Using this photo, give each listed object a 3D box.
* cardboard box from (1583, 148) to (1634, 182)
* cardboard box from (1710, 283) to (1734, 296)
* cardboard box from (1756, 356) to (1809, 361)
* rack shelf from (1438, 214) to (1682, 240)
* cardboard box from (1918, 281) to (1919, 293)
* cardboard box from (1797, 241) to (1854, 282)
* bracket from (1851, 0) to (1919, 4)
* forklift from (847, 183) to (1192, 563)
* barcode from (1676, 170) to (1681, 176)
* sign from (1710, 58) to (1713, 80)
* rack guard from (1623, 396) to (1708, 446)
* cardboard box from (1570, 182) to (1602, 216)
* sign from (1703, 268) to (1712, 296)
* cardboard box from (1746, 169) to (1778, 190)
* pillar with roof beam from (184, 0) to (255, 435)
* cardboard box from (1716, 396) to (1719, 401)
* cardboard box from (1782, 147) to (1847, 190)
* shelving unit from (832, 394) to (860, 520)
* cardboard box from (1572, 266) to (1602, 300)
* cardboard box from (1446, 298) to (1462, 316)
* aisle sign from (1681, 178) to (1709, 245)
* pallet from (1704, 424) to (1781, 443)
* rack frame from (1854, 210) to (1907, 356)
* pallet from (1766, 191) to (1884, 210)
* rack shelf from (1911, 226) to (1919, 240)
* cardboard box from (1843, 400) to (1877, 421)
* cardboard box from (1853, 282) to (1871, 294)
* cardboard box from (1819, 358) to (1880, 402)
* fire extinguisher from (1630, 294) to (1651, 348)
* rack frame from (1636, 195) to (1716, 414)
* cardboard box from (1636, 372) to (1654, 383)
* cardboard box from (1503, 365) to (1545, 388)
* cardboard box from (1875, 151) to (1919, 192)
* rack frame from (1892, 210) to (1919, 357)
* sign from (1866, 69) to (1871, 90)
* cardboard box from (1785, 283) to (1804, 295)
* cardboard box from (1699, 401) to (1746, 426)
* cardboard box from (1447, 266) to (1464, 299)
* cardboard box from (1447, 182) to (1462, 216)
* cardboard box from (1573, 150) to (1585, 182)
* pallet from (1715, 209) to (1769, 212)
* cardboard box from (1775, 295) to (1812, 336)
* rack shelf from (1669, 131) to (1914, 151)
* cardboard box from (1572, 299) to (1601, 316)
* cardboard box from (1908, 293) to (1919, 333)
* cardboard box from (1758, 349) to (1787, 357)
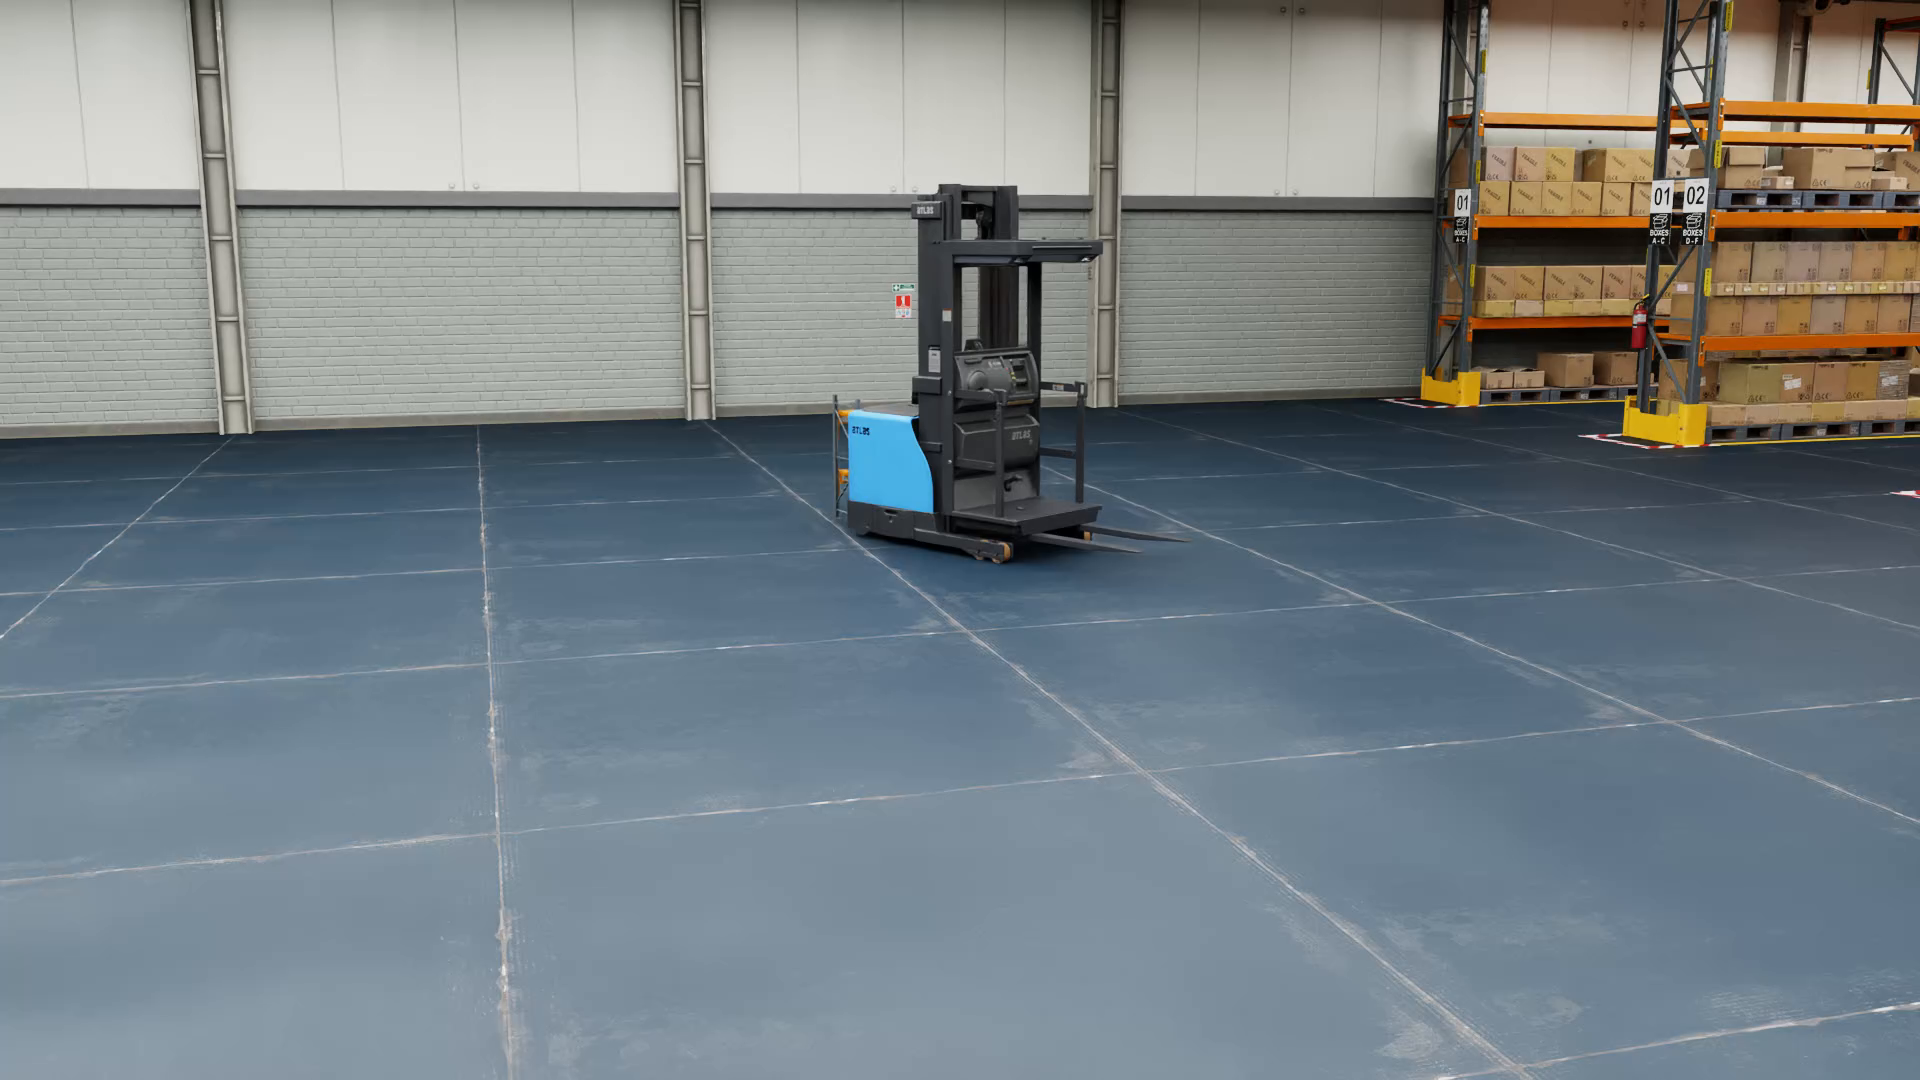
[{"bbox_3d":[9.871,-5.694,25.313,0.500,0.500,0.500,-3,11,-18],"label":"cardboard box"},{"bbox_3d":[9.282,-3.086,20.455,0.250,0.149,0.380,-3,11,-16],"label":"cardboard box"},{"bbox_3d":[10.713,-2.115,21.614,0.500,0.500,0.500,-3,11,-16],"label":"cardboard box"},{"bbox_3d":[9.377,-4.819,25.638,4.000,0.370,1.077,-3,11,-16],"label":"rack shelf"},{"bbox_3d":[12.247,-3.242,21.306,0.250,0.149,0.380,-3,11,-17],"label":"cardboard box"},{"bbox_3d":[10.816,-3.525,21.049,0.500,0.500,0.700,-3,11,-16],"label":"cardboard box"},{"bbox_3d":[16.620,-8.896,27.571,4.783,0.066,0.076,-3,11,-16],"label":"bracket"},{"bbox_3d":[0.455,-1.364,13.360,3.031,2.935,1.130,10,14,42],"label":"forklift"},{"bbox_3d":[9.000,-4.595,20.832,0.075,0.075,0.001,-3,11,-16],"label":"barcode"},{"bbox_3d":[11.432,-7.152,25.242,0.005,0.325,0.100,-3,11,-16],"label":"sign"},{"bbox_3d":[8.822,-1.504,20.838,0.348,0.500,1.175,-3,11,-16],"label":"rack guard"},{"bbox_3d":[9.380,-5.182,25.296,0.500,0.500,0.500,-2,11,-12],"label":"cardboard box"},{"bbox_3d":[8.995,-3.103,20.007,0.005,0.325,0.100,-3,11,-16],"label":"sign"},{"bbox_3d":[9.877,-4.516,20.875,0.500,0.250,0.500,-3,11,-16],"label":"cardboard box"},{"bbox_3d":[-8.192,-5.073,16.747,0.400,9.000,9.100,-3,11,-16],"label":"pillar with roof beam"},{"bbox_3d":[9.754,-1.695,21.404,0.500,0.250,0.500,-3,11,-16],"label":"cardboard box"},{"bbox_3d":[10.516,-4.571,20.485,0.500,0.500,0.500,-3,11,-16],"label":"cardboard box"},{"bbox_3d":[-0.569,-0.764,15.090,1.048,1.125,0.538,-6,12,-30],"label":"shelving unit"},{"bbox_3d":[9.467,-3.949,25.501,0.500,0.500,0.500,-3,11,-14],"label":"cardboard box"},{"bbox_3d":[7.852,-3.589,25.618,0.500,0.250,0.500,-3,11,-15],"label":"cardboard box"},{"bbox_3d":[8.868,-3.957,20.075,0.004,0.787,0.394,-3,11,-16],"label":"aisle sign"},{"bbox_3d":[9.568,-1.410,21.120,1.213,0.211,1.003,-3,11,-16],"label":"pallet"},{"bbox_3d":[15.138,-4.001,27.494,0.127,3.000,1.000,-3,11,-16],"label":"rack frame"},{"bbox_3d":[10.705,-4.260,20.863,1.213,0.211,1.003,-3,11,-16],"label":"pallet"},{"bbox_3d":[14.606,-4.160,22.061,4.000,0.370,1.077,-3,11,-16],"label":"rack shelf"},{"bbox_3d":[11.343,-1.679,21.315,0.500,0.250,0.500,-3,11,-16],"label":"cardboard box"},{"bbox_3d":[11.265,-3.191,21.025,0.250,0.149,0.380,-3,11,-14],"label":"cardboard box"},{"bbox_3d":[11.339,-2.050,21.259,0.500,0.500,0.500,-3,11,-16],"label":"cardboard box"},{"bbox_3d":[8.602,-2.772,21.031,0.183,0.674,0.296,-3,11,-16],"label":"fire extinguisher"},{"bbox_3d":[8.845,-2.735,20.618,0.127,3.000,1.000,-3,11,-16],"label":"rack frame"},{"bbox_3d":[10.792,-2.589,26.435,0.250,0.166,0.380,-5,11,-23],"label":"cardboard box"},{"bbox_3d":[8.694,-2.538,25.760,0.500,0.311,0.500,-2,11,-11],"label":"cardboard box"},{"bbox_3d":[12.128,-4.757,21.497,0.500,0.500,0.500,-2,11,-11],"label":"cardboard box"},{"bbox_3d":[12.686,-2.937,21.717,0.127,3.000,1.000,-3,11,-16],"label":"rack frame"},{"bbox_3d":[14.980,-7.585,27.375,0.005,0.325,0.100,-3,11,-16],"label":"sign"},{"bbox_3d":[10.273,-3.138,20.740,0.250,0.149,0.380,-3,11,-18],"label":"cardboard box"},{"bbox_3d":[9.422,-1.578,20.766,0.500,0.250,0.500,-3,11,-16],"label":"cardboard box"},{"bbox_3d":[7.850,-3.962,25.569,0.500,0.500,0.500,-3,11,-17],"label":"cardboard box"},{"bbox_3d":[7.787,-5.195,25.366,0.500,0.500,0.500,-2,11,-12],"label":"cardboard box"},{"bbox_3d":[9.283,-5.764,25.693,0.500,0.500,0.500,-3,11,-16],"label":"cardboard box"},{"bbox_3d":[11.920,-5.194,26.209,1.003,0.211,1.213,-3,11,-16],"label":"pallet"},{"bbox_3d":[10.278,-2.857,21.005,0.500,0.500,0.700,-3,11,-16],"label":"cardboard box"},{"bbox_3d":[13.218,-6.299,26.502,4.000,0.370,1.077,-3,11,-16],"label":"rack shelf"},{"bbox_3d":[9.486,-3.580,25.568,0.500,0.250,0.500,-3,11,-15],"label":"cardboard box"},{"bbox_3d":[12.262,-2.963,21.580,0.500,0.500,0.700,-3,11,-17],"label":"cardboard box"},{"bbox_3d":[12.983,-2.879,27.090,0.500,0.500,0.700,-3,11,-15],"label":"cardboard box"}]
